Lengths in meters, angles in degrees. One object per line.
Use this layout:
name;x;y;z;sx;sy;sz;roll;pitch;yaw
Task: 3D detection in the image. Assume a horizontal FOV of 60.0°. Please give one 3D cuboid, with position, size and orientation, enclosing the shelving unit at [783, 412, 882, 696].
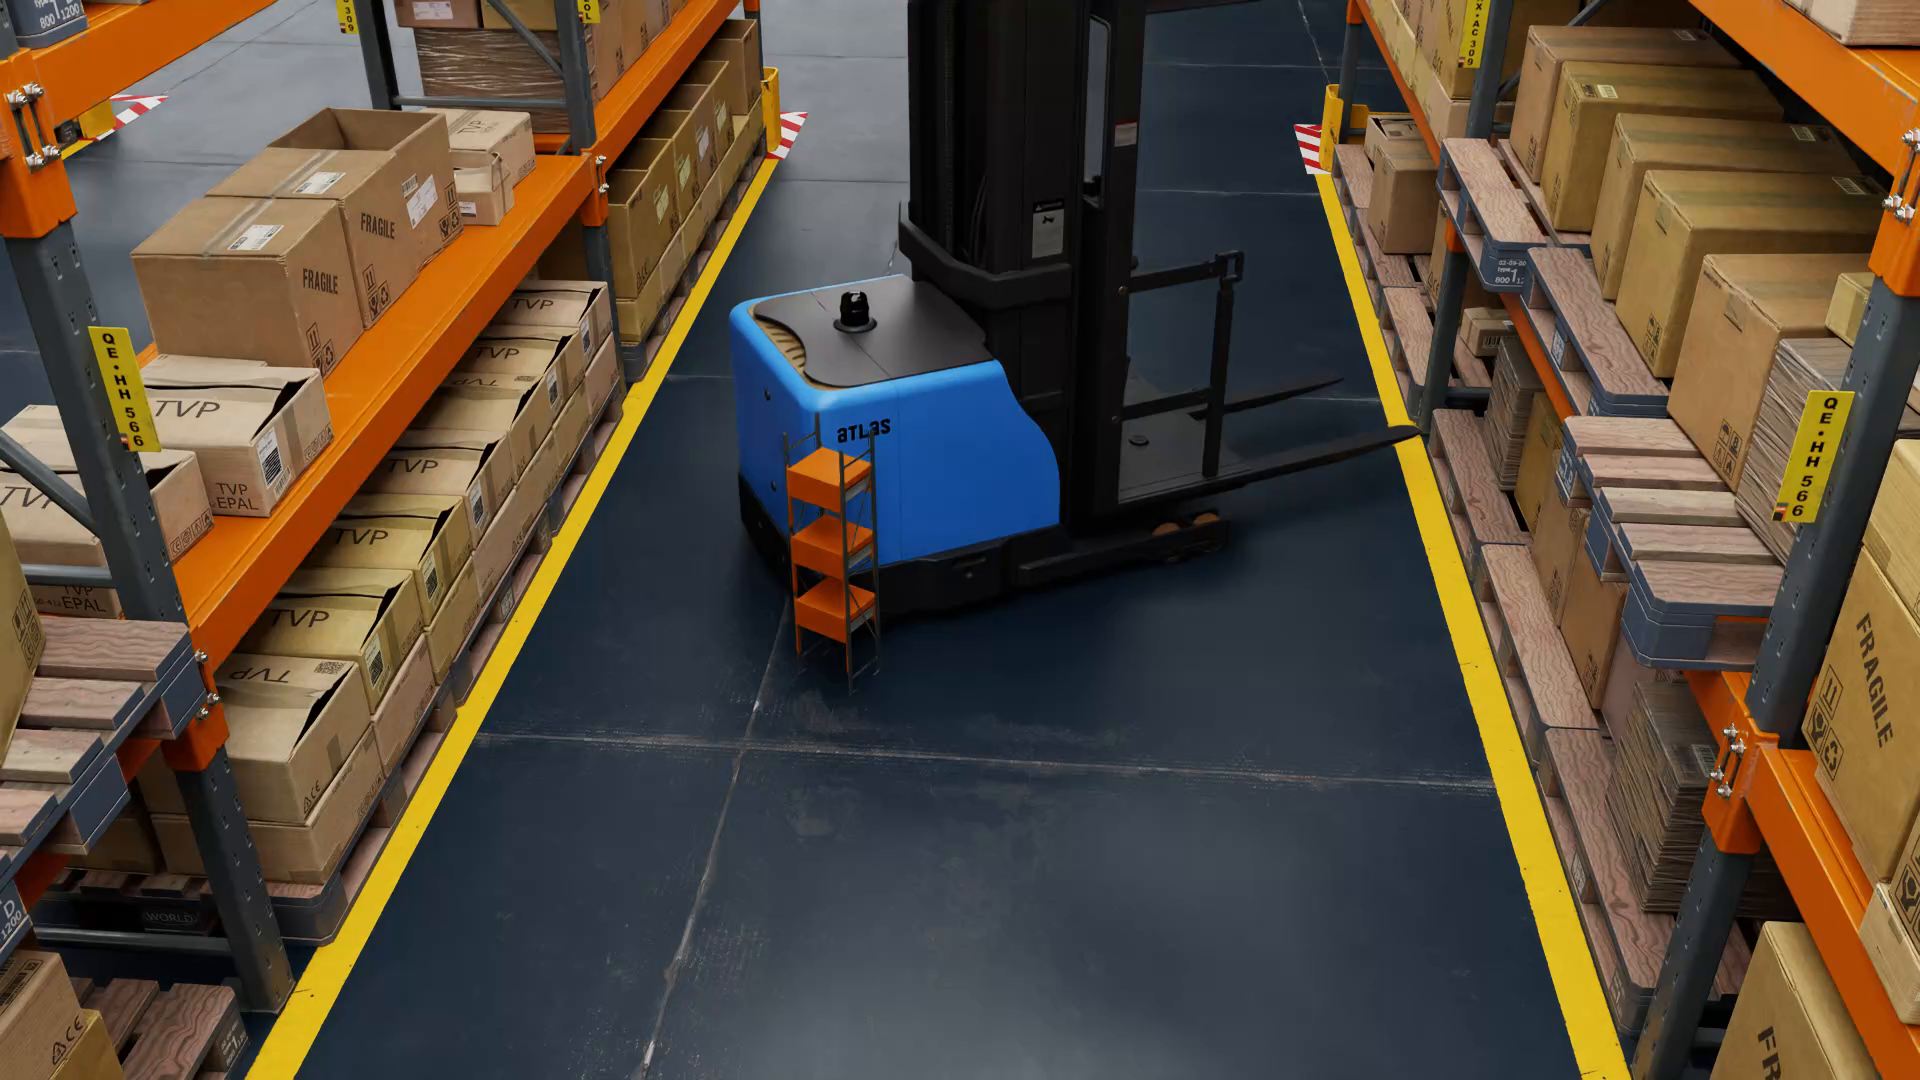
shelving unit;-0.464;0.064;6.145;0.252;1.050;0.215;19;36;28

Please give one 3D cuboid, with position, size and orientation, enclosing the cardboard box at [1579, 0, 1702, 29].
cardboard box;2.990;-2.295;7.524;0.500;0.500;0.500;2;32;3

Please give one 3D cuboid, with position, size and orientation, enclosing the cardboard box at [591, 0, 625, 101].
cardboard box;-2.127;-2.555;8.441;0.700;0.500;0.500;2;32;3

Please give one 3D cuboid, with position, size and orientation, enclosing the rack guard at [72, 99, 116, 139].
rack guard;-6.764;-3.203;11.971;1.175;0.500;0.348;2;32;4

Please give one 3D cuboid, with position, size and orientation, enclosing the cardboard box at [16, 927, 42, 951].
cardboard box;-2.841;1.190;4.423;0.500;0.500;0.500;4;32;6

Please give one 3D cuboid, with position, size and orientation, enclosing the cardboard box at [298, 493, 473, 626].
cardboard box;-2.106;0.038;6.016;0.500;0.311;0.500;2;32;3

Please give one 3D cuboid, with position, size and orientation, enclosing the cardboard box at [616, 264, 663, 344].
cardboard box;-1.854;-1.242;8.626;0.500;0.250;0.500;2;32;4

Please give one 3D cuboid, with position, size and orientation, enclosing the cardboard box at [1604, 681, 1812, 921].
cardboard box;2.425;0.796;5.063;0.700;0.500;0.500;3;32;5

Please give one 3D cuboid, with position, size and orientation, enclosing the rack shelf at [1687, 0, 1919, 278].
rack shelf;2.581;-1.719;5.007;1.077;0.370;4.000;2;32;4

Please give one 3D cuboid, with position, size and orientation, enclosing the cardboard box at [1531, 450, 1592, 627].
cardboard box;2.627;0.006;6.345;0.700;0.500;0.500;3;32;5

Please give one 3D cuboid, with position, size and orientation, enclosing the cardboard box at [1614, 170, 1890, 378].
cardboard box;2.526;-0.831;5.225;0.700;0.500;0.500;2;32;4

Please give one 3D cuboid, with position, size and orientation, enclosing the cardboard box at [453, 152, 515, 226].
cardboard box;-2.082;-1.479;6.919;0.396;0.266;0.258;2;32;3

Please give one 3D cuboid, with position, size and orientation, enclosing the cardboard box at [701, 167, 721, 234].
cardboard box;-1.727;-2.026;9.899;0.500;0.250;0.500;2;32;4

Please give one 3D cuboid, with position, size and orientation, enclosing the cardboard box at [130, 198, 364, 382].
cardboard box;-2.399;-0.833;5.647;0.500;0.500;0.500;1;32;1

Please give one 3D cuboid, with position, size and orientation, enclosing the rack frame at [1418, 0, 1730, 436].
rack frame;2.744;-1.794;7.302;1.000;3.000;0.127;2;32;4

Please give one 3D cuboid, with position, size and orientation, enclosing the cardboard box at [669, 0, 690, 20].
cardboard box;-2.003;-3.360;9.748;0.700;0.500;0.500;3;32;4

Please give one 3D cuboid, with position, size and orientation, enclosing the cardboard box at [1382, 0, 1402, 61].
cardboard box;2.594;-2.786;9.036;0.500;0.250;0.500;3;32;4

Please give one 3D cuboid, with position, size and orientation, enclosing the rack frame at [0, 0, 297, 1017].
rack frame;-2.519;0.088;4.249;1.000;3.000;0.127;2;32;4

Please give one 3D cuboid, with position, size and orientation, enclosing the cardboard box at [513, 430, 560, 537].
cardboard box;-2.023;-0.251;7.019;0.500;0.250;0.500;3;32;5

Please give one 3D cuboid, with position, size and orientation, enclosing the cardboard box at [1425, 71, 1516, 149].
cardboard box;2.480;-2.000;7.759;0.500;0.250;0.500;3;32;4

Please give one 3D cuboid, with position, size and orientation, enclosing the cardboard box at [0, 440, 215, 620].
cardboard box;-2.446;-0.063;4.578;0.500;0.311;0.500;4;32;7

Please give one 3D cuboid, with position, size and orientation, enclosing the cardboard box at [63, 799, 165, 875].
cardboard box;-2.720;0.794;5.323;0.500;0.250;0.500;3;32;5

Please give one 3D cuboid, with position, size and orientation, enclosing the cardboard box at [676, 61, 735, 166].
cardboard box;-1.682;-2.606;10.126;0.500;0.500;0.500;2;32;4

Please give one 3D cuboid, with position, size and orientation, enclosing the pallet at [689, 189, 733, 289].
pallet;-1.991;-1.871;10.084;1.003;0.211;1.213;2;32;4

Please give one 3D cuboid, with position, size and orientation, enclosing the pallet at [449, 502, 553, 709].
pallet;-2.312;0.210;6.708;1.003;0.211;1.213;2;32;4

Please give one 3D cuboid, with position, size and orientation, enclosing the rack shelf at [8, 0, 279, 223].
rack shelf;-2.357;-1.929;5.347;1.077;0.370;4.000;2;32;4

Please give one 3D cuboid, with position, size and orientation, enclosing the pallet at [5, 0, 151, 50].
pallet;-2.553;-1.468;4.093;1.213;0.211;1.003;4;32;6

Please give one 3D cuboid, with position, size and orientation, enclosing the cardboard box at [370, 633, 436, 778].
cardboard box;-2.144;0.555;5.710;0.500;0.250;0.500;2;32;3

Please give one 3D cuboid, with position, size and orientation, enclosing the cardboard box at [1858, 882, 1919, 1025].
cardboard box;2.025;0.825;3.273;0.380;0.149;0.250;3;32;5

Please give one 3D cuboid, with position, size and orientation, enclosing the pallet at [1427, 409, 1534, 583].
pallet;2.682;-0.200;7.373;1.003;0.211;1.213;2;32;4

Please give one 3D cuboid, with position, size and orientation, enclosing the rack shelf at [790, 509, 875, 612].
rack shelf;-0.464;0.073;6.151;0.240;0.259;0.215;19;36;28

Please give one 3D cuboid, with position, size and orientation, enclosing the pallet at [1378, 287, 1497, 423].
pallet;2.763;-0.960;8.606;1.003;0.211;1.213;2;32;4

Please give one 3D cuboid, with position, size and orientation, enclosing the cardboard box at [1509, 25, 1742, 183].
cardboard box;2.668;-1.759;6.731;0.700;0.500;0.500;3;32;4

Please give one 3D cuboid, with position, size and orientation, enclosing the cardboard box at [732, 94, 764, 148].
cardboard box;-1.617;-2.811;11.172;0.500;0.250;0.500;2;32;4

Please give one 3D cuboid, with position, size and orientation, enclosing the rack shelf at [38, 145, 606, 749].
rack shelf;-2.357;-0.652;6.134;1.077;0.370;4.000;2;32;4

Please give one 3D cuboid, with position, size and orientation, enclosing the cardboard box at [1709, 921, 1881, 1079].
cardboard box;2.227;1.413;3.747;0.750;0.750;0.750;2;32;3

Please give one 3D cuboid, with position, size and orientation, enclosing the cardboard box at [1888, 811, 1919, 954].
cardboard box;2.072;0.636;2.961;0.500;0.500;0.500;3;32;6

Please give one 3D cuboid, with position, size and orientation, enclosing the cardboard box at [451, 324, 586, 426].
cardboard box;-1.977;-0.754;7.301;0.500;0.311;0.500;3;32;5

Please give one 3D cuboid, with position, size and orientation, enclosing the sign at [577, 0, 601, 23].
sign;-1.652;-2.445;7.330;0.100;0.325;0.005;2;32;4

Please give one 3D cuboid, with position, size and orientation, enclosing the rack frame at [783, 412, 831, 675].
rack frame;-0.566;0.029;6.202;0.008;1.050;0.200;19;36;28

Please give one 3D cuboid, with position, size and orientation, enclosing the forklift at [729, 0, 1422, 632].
forklift;0.607;-1.391;6.713;3.031;2.935;1.130;-13;34;-20

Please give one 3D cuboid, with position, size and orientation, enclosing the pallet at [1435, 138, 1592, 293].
pallet;2.537;-1.319;6.714;1.003;0.211;1.213;2;32;4

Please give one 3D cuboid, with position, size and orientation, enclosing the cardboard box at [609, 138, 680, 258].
cardboard box;-1.811;-1.822;8.854;0.500;0.500;0.500;2;32;4

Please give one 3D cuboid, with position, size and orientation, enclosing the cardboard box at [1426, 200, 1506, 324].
cardboard box;2.788;-1.462;8.726;0.500;0.500;0.500;0;32;0

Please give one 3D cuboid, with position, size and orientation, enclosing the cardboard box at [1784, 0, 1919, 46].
cardboard box;2.208;-1.338;3.769;0.500;0.311;0.500;2;32;4

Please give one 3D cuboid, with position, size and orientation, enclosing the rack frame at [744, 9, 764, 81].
rack frame;-1.868;-4.095;11.037;1.000;3.000;0.127;2;32;4

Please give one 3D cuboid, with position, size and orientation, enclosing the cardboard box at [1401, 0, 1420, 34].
cardboard box;2.561;-2.843;8.413;0.500;0.500;0.500;2;32;3
